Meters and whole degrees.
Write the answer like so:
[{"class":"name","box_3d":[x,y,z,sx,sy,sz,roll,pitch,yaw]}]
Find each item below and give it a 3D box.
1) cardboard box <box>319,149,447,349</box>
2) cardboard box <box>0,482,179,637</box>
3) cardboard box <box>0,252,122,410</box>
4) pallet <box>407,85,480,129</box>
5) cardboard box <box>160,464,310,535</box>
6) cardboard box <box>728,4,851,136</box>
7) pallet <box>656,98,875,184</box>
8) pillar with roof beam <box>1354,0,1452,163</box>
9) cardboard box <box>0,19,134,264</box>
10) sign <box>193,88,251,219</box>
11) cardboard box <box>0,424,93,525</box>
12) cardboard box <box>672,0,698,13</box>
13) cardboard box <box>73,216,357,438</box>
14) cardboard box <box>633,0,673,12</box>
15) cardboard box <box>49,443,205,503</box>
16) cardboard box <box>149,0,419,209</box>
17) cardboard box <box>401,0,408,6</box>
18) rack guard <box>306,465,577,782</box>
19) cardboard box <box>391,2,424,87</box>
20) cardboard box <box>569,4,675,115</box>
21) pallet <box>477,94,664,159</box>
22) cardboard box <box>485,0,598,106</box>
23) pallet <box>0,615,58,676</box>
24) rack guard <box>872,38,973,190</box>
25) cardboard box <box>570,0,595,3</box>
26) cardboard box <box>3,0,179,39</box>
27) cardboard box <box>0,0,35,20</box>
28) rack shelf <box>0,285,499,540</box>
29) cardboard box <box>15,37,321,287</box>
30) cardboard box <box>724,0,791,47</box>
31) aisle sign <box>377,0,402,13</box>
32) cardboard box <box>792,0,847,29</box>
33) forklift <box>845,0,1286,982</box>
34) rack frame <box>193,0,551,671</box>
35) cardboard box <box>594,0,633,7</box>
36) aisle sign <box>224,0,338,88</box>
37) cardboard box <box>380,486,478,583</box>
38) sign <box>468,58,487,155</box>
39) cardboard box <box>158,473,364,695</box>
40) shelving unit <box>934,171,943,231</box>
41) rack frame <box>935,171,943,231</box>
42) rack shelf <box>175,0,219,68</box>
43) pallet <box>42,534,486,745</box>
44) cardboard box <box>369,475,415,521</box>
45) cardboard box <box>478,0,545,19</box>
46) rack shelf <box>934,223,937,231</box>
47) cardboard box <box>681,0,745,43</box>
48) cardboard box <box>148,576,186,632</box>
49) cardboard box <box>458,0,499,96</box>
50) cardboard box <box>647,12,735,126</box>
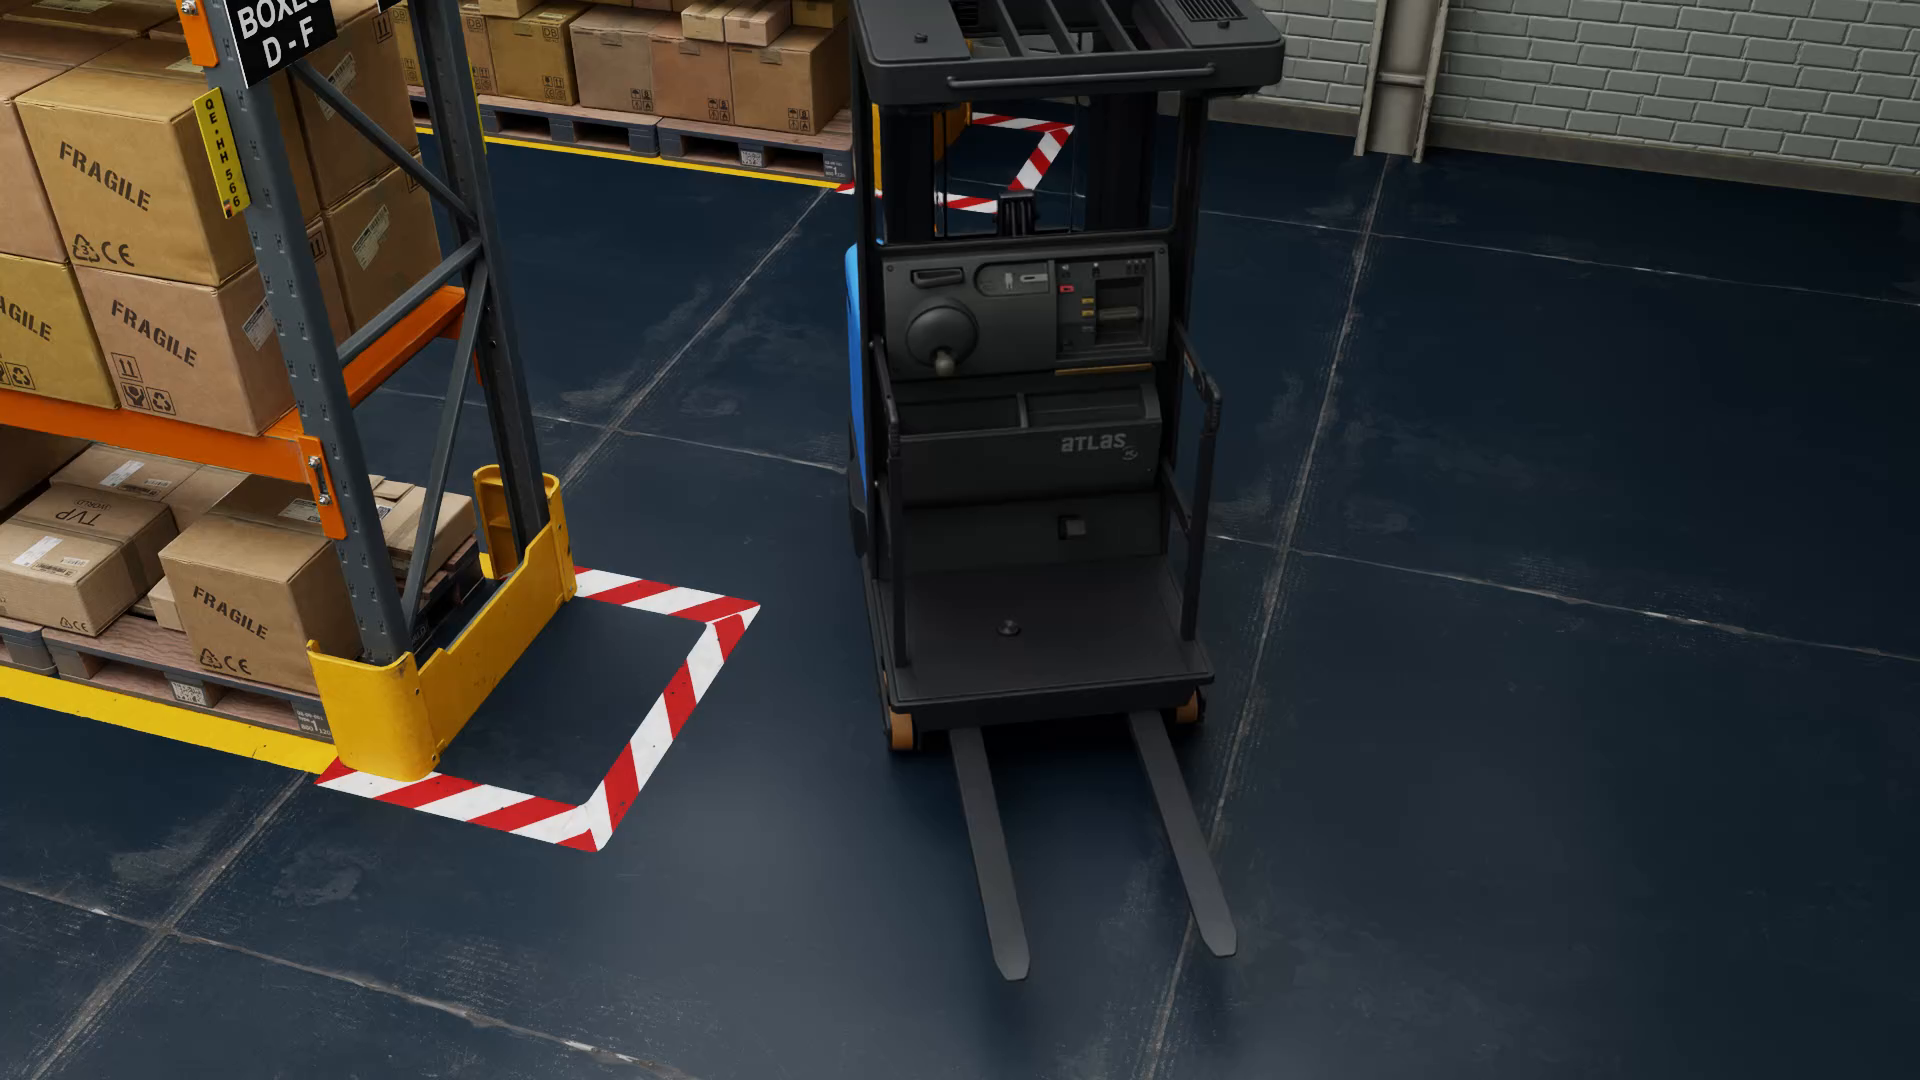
[{"class":"cardboard box","box_3d":[-2.088,-0.993,5.485,0.500,0.500,0.500,11,38,15]},{"class":"cardboard box","box_3d":[-3.233,0.063,6.082,0.500,0.250,0.500,10,38,14]},{"class":"cardboard box","box_3d":[-2.748,-0.781,5.196,0.500,0.500,0.500,11,38,14]},{"class":"pallet","box_3d":[-3.385,-2.934,10.559,1.213,0.211,1.003,10,38,14]},{"class":"cardboard box","box_3d":[-2.654,-0.140,6.359,0.500,0.250,0.500,10,38,14]},{"class":"cardboard box","box_3d":[-0.967,-2.759,9.722,0.500,0.500,0.700,10,38,14]},{"class":"pallet","box_3d":[-1.056,-2.503,9.973,1.213,0.211,1.003,10,38,14]},{"class":"pillar with roof beam","box_3d":[1.282,-3.521,3.943,0.400,9.000,9.100,10,38,14]},{"class":"cardboard box","box_3d":[-2.732,-1.180,4.895,0.500,0.500,0.500,12,38,15]},{"class":"sign","box_3d":[-1.927,-1.009,4.346,0.005,0.325,0.100,10,38,14]},{"class":"cardboard box","box_3d":[-3.766,-0.275,6.328,0.637,0.503,0.797,10,38,14]},{"class":"cardboard box","box_3d":[-1.511,-3.244,9.835,0.250,0.149,0.380,11,38,14]},{"class":"cardboard box","box_3d":[-2.251,-0.691,5.074,0.500,0.500,0.500,12,38,15]},{"class":"cardboard box","box_3d":[-1.754,-3.289,9.895,0.250,0.149,0.380,11,38,15]},{"class":"cardboard box","box_3d":[-3.132,-0.229,6.479,0.500,0.250,0.500,10,38,14]},{"class":"cardboard box","box_3d":[-2.088,-1.396,5.188,0.500,0.500,0.500,12,38,15]},{"class":"cardboard box","box_3d":[-3.131,-3.306,9.918,0.250,0.149,0.380,12,38,15]},{"class":"rack guard","box_3d":[-1.815,0.268,5.964,0.348,0.500,1.175,10,38,14]},{"class":"cardboard box","box_3d":[-3.404,-3.208,10.333,0.500,0.500,0.700,11,38,14]},{"class":"cardboard box","box_3d":[-1.925,-2.935,9.962,0.500,0.500,0.700,9,37,12]},{"class":"pallet","box_3d":[-2.216,-2.720,10.267,1.213,0.211,1.003,10,38,14]},{"class":"cardboard box","box_3d":[-2.436,-3.026,10.085,0.500,0.500,0.700,11,38,15]},{"class":"pallet","box_3d":[-3.737,0.027,6.535,1.213,0.211,1.003,10,38,14]},{"class":"rack guard","box_3d":[-0.246,-2.518,9.749,0.348,0.500,1.175,10,38,14]},{"class":"cardboard box","box_3d":[-2.240,-3.379,10.018,0.250,0.149,0.380,10,37,13]},{"class":"cardboard box","box_3d":[-2.589,-1.484,5.308,0.500,0.500,0.500,11,38,14]},{"class":"cardboard box","box_3d":[-3.065,-1.575,5.432,0.500,0.500,0.500,11,38,15]},{"class":"rack shelf","box_3d":[-3.652,-0.789,5.899,4.000,0.370,1.077,10,38,14]},{"class":"cardboard box","box_3d":[-2.249,-1.092,4.775,0.500,0.500,0.500,10,38,13]},{"class":"cardboard box","box_3d":[-1.144,-2.939,9.420,0.250,0.149,0.380,10,38,13]},{"class":"aisle sign","box_3d":[-1.590,-1.927,4.644,0.004,0.787,0.394,10,38,14]},{"class":"cardboard box","box_3d":[-0.788,-3.111,9.653,0.250,0.149,0.380,11,38,14]},{"class":"forklift","box_3d":[0.250,-0.675,5.194,1.130,2.935,3.031,-5,37,-6]},{"class":"rack frame","box_3d":[-1.743,-0.726,5.205,0.127,3.000,1.000,10,38,14]},{"class":"cardboard box","box_3d":[-1.999,-3.334,9.956,0.250,0.149,0.380,11,38,14]},{"class":"aisle sign","box_3d":[-1.769,-1.587,4.183,0.004,0.787,0.394,10,38,14]},{"class":"cardboard box","box_3d":[-2.040,-0.023,6.285,0.250,0.149,0.380,10,38,14]},{"class":"sign","box_3d":[-1.581,-1.381,5.366,0.005,0.325,0.100,10,38,14]},{"class":"cardboard box","box_3d":[-2.335,0.147,5.757,0.500,0.500,0.500,10,38,14]},{"class":"shelving unit","box_3d":[-0.172,-0.940,7.013,0.189,1.200,0.258,-5,36,-6]},{"class":"rack frame","box_3d":[-0.081,-0.947,7.023,0.006,1.200,0.240,-5,36,-6]},{"class":"rack shelf","box_3d":[-3.652,-1.997,5.010,4.000,0.370,1.077,10,38,14]},{"class":"pallet","box_3d":[-2.576,0.244,6.241,1.213,0.211,1.003,10,38,14]},{"class":"cardboard box","box_3d":[-2.278,-0.074,6.339,0.250,0.166,0.380,10,38,14]},{"class":"cardboard box","box_3d":[-2.633,-3.214,9.793,0.250,0.149,0.380,9,37,13]},{"class":"rack shelf","box_3d":[-0.172,-1.195,6.827,0.180,0.103,0.258,-5,36,-6]},{"class":"cardboard box","box_3d":[-1.388,-2.984,9.481,0.250,0.149,0.380,11,38,15]},{"class":"cardboard box","box_3d":[-2.695,0.159,6.022,0.250,0.166,0.380,10,38,14]},{"class":"cardboard box","box_3d":[-2.925,-3.118,10.210,0.500,0.500,0.700,10,38,13]},{"class":"cardboard box","box_3d":[-1.445,-2.847,9.842,0.500,0.500,0.700,10,38,14]}]
